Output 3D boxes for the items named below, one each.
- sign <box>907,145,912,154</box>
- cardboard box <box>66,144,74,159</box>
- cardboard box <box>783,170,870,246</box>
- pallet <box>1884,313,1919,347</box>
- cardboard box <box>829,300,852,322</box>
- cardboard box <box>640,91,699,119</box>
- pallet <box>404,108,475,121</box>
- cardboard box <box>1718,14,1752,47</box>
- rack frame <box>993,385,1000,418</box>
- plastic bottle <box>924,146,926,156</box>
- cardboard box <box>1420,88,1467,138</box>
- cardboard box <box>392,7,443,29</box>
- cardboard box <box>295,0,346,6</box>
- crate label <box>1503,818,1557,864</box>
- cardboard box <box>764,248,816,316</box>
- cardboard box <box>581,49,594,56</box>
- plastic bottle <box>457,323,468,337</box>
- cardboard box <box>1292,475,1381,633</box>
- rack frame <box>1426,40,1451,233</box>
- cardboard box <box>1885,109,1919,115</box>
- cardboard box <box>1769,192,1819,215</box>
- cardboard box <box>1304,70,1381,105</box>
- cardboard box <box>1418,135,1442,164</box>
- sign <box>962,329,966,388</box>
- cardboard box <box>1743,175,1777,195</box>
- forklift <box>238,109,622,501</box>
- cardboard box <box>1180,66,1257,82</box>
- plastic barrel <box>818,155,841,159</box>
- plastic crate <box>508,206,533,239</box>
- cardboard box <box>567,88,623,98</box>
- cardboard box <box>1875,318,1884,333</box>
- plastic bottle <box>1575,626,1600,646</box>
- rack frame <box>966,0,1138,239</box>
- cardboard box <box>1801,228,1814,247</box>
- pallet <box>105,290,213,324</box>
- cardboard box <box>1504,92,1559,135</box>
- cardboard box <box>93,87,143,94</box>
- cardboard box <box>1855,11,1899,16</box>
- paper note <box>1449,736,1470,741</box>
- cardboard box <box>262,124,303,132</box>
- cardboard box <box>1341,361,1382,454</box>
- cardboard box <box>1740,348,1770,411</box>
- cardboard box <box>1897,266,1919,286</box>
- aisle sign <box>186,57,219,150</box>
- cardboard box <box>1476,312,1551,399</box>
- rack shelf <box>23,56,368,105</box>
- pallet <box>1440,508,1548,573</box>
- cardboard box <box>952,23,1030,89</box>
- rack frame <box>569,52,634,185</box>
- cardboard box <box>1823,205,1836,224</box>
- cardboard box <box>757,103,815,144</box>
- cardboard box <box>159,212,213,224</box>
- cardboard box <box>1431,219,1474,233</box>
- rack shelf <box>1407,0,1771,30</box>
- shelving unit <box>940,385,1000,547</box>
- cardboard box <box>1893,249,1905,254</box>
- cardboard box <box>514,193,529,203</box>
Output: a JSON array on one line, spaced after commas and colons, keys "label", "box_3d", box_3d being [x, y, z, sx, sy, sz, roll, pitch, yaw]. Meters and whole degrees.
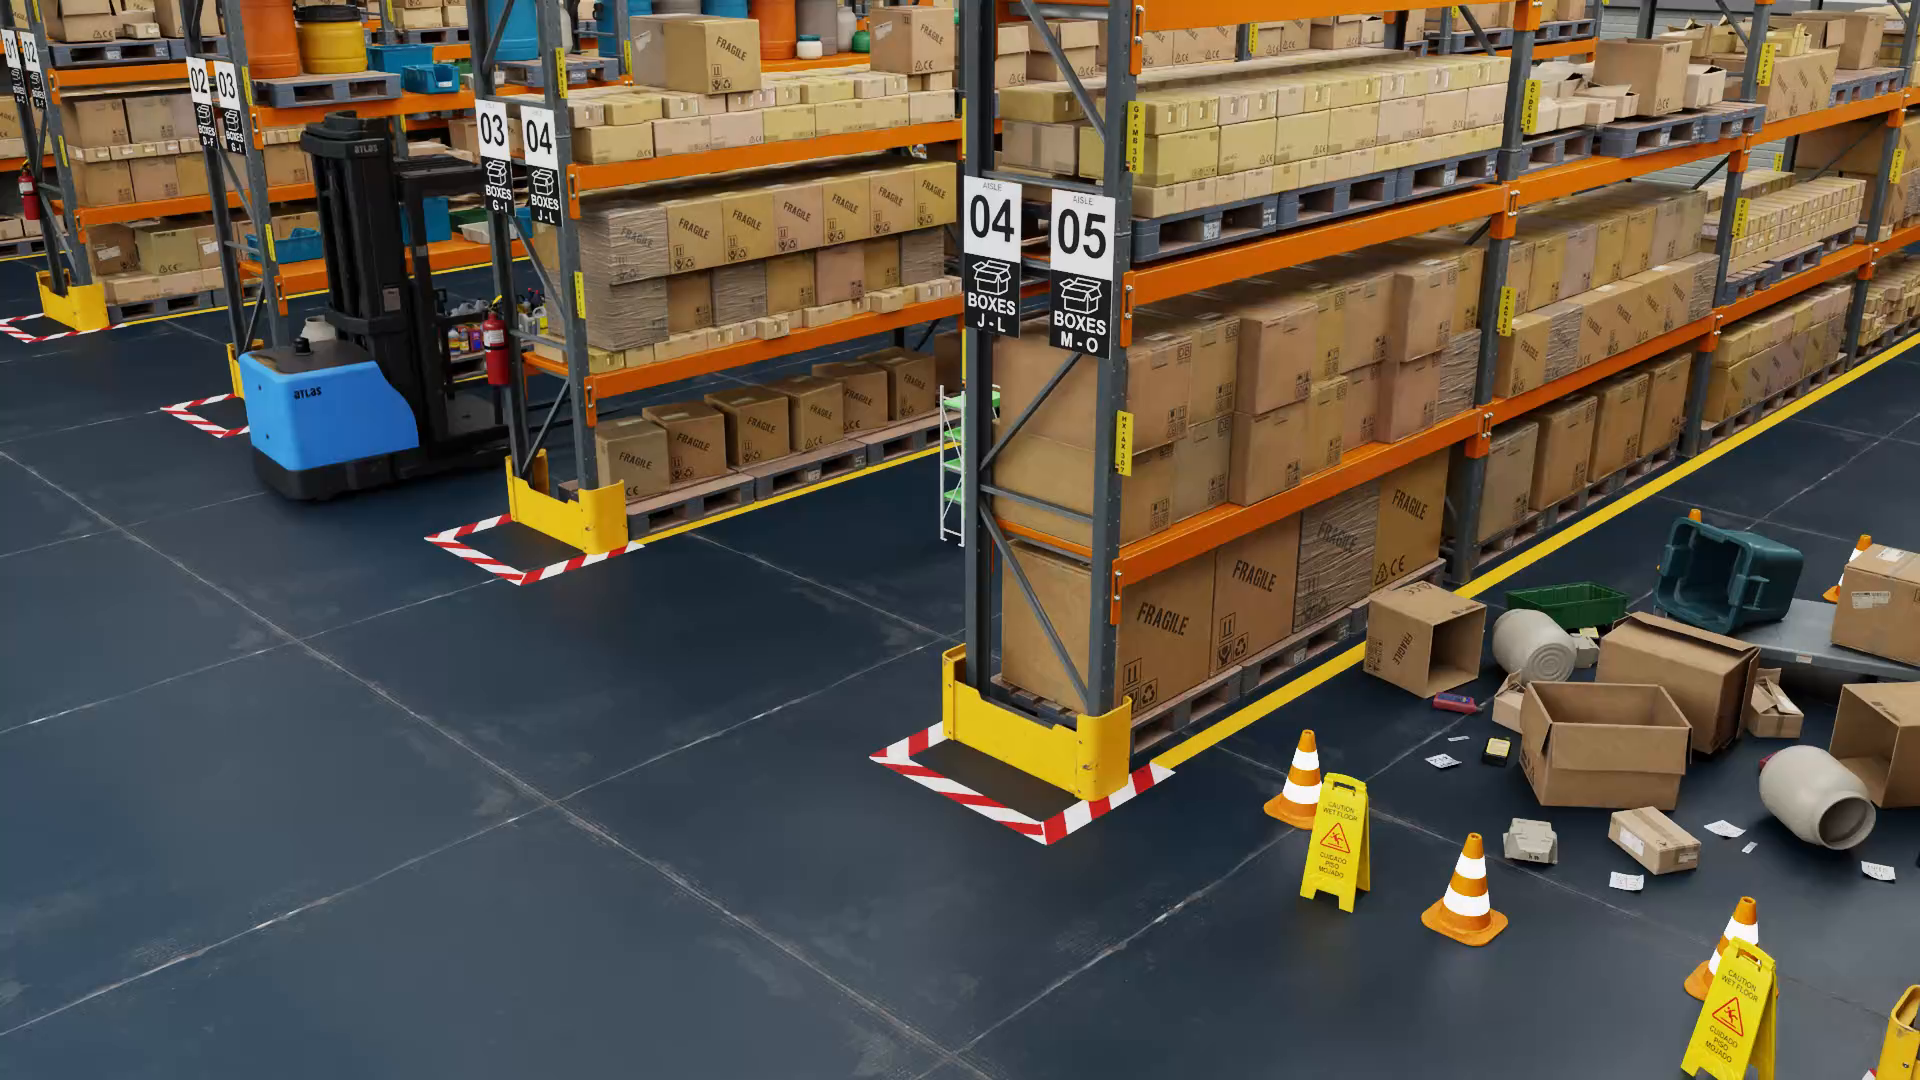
[{"label": "sign", "box_3d": [-0.623, -4.687, 20.360, 0.100, 0.325, 0.005, 19, 28, 41]}, {"label": "cardboard box", "box_3d": [-10.019, -4.426, 18.865, 0.380, 0.149, 0.250, 19, 28, 40]}, {"label": "cardboard box", "box_3d": [-1.078, -2.689, 13.442, 0.500, 0.500, 0.500, 19, 28, 41]}, {"label": "pallet", "box_3d": [10.094, -2.463, 18.687, 1.003, 0.211, 1.213, 19, 28, 41]}, {"label": "cardboard box", "box_3d": [-1.111, -1.924, 13.748, 0.380, 0.149, 0.250, 19, 28, 41]}, {"label": "cardboard box", "box_3d": [-2.117, -3.170, 12.113, 0.250, 0.149, 0.380, -19, 28, -40]}, {"label": "pallet", "box_3d": [-8.541, -6.927, 26.682, 1.213, 0.211, 1.003, 19, 28, 41]}, {"label": "cardboard box", "box_3d": [6.988, -4.548, 14.840, 0.396, 0.266, 0.258, 19, 28, 41]}, {"label": "rack frame", "box_3d": [0.286, -0.665, 12.633, 0.240, 1.200, 0.015, 19, 28, 41]}, {"label": "plastic bottle", "box_3d": [-0.452, -5.074, 21.871, 0.097, 0.201, 0.097, 0, 21, 0]}, {"label": "cardboard box", "box_3d": [2.707, -2.602, 10.052, 0.500, 0.250, 0.500, 19, 28, 40]}, {"label": "cardboard box", "box_3d": [-6.922, -6.641, 21.114, 0.500, 0.250, 0.500, -17, 27, -37]}, {"label": "cardboard box", "box_3d": [-7.899, -6.604, 20.473, 0.500, 0.500, 0.500, -17, 27, -38]}, {"label": "crate label", "box_3d": [2.893, 1.525, 8.417, 0.250, 0.136, 0.298, 5, 22, 13]}, {"label": "cardboard box", "box_3d": [-1.651, -2.172, 13.491, 0.875, 0.500, 0.500, 19, 28, 41]}, {"label": "cardboard box", "box_3d": [-6.547, -8.224, 28.162, 0.500, 0.250, 0.500, 19, 28, 40]}, {"label": "plastic bottle", "box_3d": [-5.241, -2.238, 17.504, 0.097, 0.201, 0.097, 0, 21, 0]}, {"label": "cardboard box", "box_3d": [2.104, -0.039, 10.870, 0.875, 0.875, 0.875, 20, 28, 41]}, {"label": "rack frame", "box_3d": [5.317, -4.535, 20.192, 1.000, 3.000, 0.127, 19, 28, 41]}, {"label": "cardboard box", "box_3d": [10.014, -4.234, 17.461, 0.500, 0.500, 0.500, -20, 28, -41]}, {"label": "cardboard box", "box_3d": [7.750, -3.137, 15.491, 0.380, 0.149, 0.250, 18, 27, 38]}, {"label": "cardboard box", "box_3d": [2.133, -2.545, 9.347, 0.380, 0.149, 0.250, 20, 29, 41]}, {"label": "cardboard box", "box_3d": [2.661, -2.366, 9.993, 0.380, 0.149, 0.250, 19, 28, 41]}, {"label": "sign", "box_3d": [0.050, -0.973, 8.982, 0.100, 0.325, 0.005, 19, 28, 41]}, {"label": "cardboard box", "box_3d": [7.825, -3.499, 16.434, 0.380, 0.149, 0.250, 20, 28, 41]}, {"label": "forklift", "box_3d": [-4.431, -2.093, 13.935, 3.031, 2.935, 1.130, -16, 26, -36]}, {"label": "cardboard box", "box_3d": [1.485, -2.644, 9.606, 0.380, 0.149, 0.250, 20, 28, 41]}, {"label": "plastic barrel", "box_3d": [-1.587, -4.481, 19.895, 0.421, 0.512, 0.421, 0, 21, 0]}, {"label": "plastic crate", "box_3d": [-4.390, -3.296, 17.177, 0.499, 0.251, 0.616, 19, 28, 41]}, {"label": "cardboard box", "box_3d": [-2.706, -3.251, 12.325, 0.380, 0.149, 0.250, 18, 27, 38]}, {"label": "cardboard box", "box_3d": [9.606, -2.291, 17.744, 0.380, 0.149, 0.250, 19, 28, 40]}, {"label": "plastic bottle", "box_3d": [4.108, 0.609, 10.904, 0.133, 0.061, 0.283, 5, 22, 13]}, {"label": "rack frame", "box_3d": [0.429, -2.983, 7.793, 1.000, 3.000, 0.127, 19, 28, 41]}, {"label": "cardboard box", "box_3d": [7.758, -2.859, 15.597, 0.250, 0.149, 0.380, -19, 28, -40]}, {"label": "pallet", "box_3d": [-9.646, -2.836, 19.659, 1.003, 0.211, 1.213, 19, 28, 41]}, {"label": "cardboard box", "box_3d": [3.819, -2.884, 11.179, 0.258, 0.266, 0.396, 19, 28, 40]}, {"label": "cardboard box", "box_3d": [-11.722, -6.032, 23.222, 0.500, 0.500, 0.500, 18, 28, 39]}, {"label": "cardboard box", "box_3d": [9.408, -5.348, 17.083, 0.250, 0.149, 0.380, -19, 28, -40]}, {"label": "paper note", "box_3d": [2.874, 1.145, 9.582, 0.123, 0.001, 0.032, -6, 22, -15]}, {"label": "cardboard box", "box_3d": [-8.366, -5.237, 20.070, 0.700, 0.500, 0.500, 19, 28, 41]}, {"label": "cardboard box", "box_3d": [2.142, -0.927, 10.596, 0.875, 0.550, 0.550, 19, 28, 41]}, {"label": "cardboard box", "box_3d": [7.034, -1.517, 15.238, 0.500, 0.500, 0.500, 20, 28, 41]}, {"label": "cardboard box", "box_3d": [10.723, -2.957, 18.646, 0.250, 0.149, 0.380, -19, 28, -40]}, {"label": "aisle sign", "box_3d": [-6.866, -3.959, 15.071, 0.394, 0.787, 0.004, 19, 28, 41]}, {"label": "cardboard box", "box_3d": [3.779, -1.326, 11.703, 0.500, 0.500, 0.500, 20, 28, 41]}, {"label": "rack shelf", "box_3d": [-8.754, -5.509, 19.549, 1.077, 0.370, 4.000, 19, 28, 41]}, {"label": "pallet", "box_3d": [3.704, -0.127, 12.610, 1.003, 0.211, 1.213, 19, 28, 41]}, {"label": "cardboard box", "box_3d": [0.135, -4.219, 14.460, 0.797, 0.503, 0.637, 18, 27, 38]}, {"label": "rack frame", "box_3d": [-3.813, -3.718, 18.067, 1.000, 3.000, 0.127, 19, 28, 41]}, {"label": "cardboard box", "box_3d": [8.118, -3.131, 15.890, 0.380, 0.149, 0.250, 18, 27, 39]}, {"label": "cardboard box", "box_3d": [-1.470, -3.235, 12.839, 0.500, 0.250, 0.500, -19, 28, -40]}, {"label": "cardboard box", "box_3d": [-9.301, -3.666, 20.134, 0.500, 0.500, 0.500, 19, 28, 41]}, {"label": "cardboard box", "box_3d": [5.835, -3.889, 20.887, 0.875, 0.875, 0.875, 19, 28, 41]}, {"label": "rack shelf", "box_3d": [4.614, -4.003, 12.007, 1.077, 0.370, 4.000, 19, 28, 41]}, {"label": "shelving unit", "box_3d": [0.115, -0.603, 12.470, 0.258, 1.200, 0.503, 19, 28, 41]}, {"label": "cardboard box", "box_3d": [10.982, -3.389, 19.770, 0.380, 0.149, 0.250, 18, 27, 38]}, {"label": "cardboard box", "box_3d": [-5.821, -4.573, 22.756, 0.500, 0.311, 0.500, -19, 28, -41]}]
